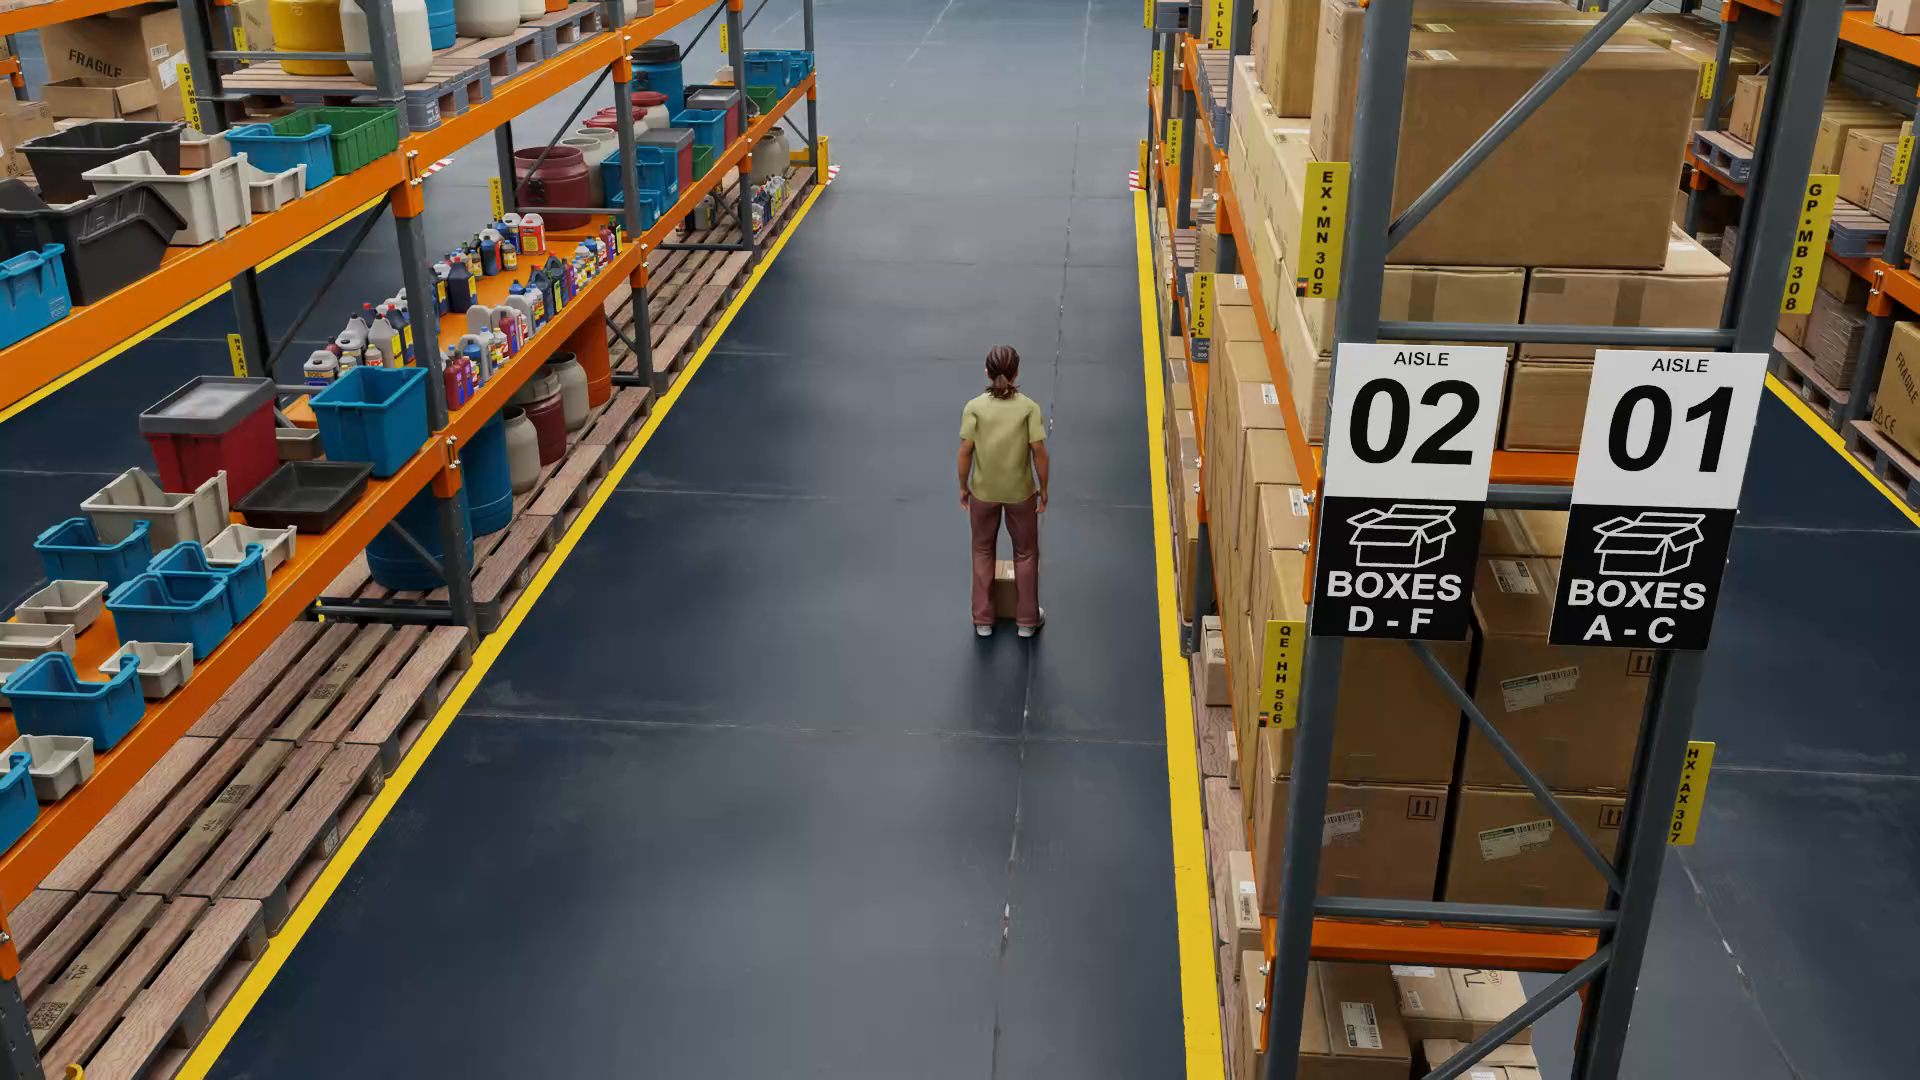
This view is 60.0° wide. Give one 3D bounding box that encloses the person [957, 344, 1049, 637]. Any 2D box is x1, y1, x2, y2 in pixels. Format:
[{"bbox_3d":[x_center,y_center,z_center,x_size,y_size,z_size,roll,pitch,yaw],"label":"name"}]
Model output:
[{"bbox_3d":[0.239,-0.260,9.175,0.497,1.672,0.346,2,25,4],"label":"person"}]
